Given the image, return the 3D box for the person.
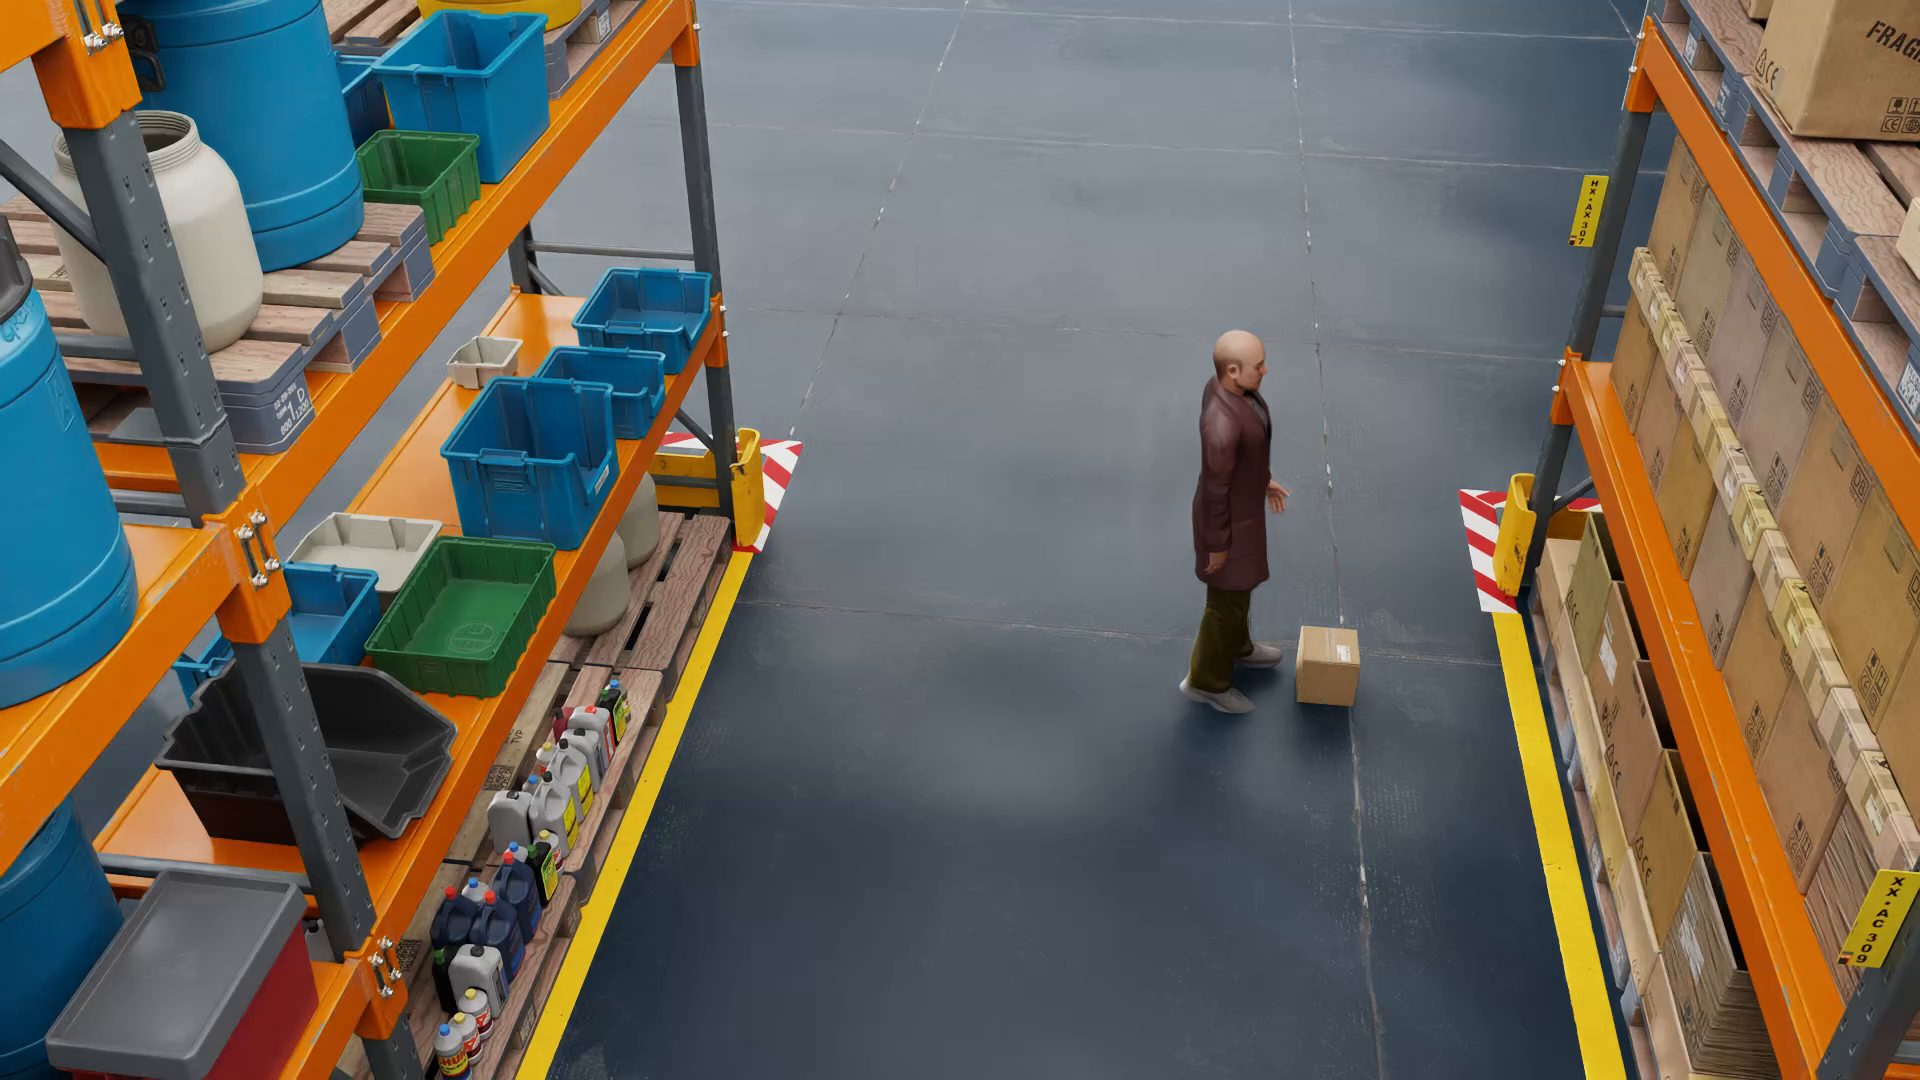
[{"bbox_3d":[1.238,-0.070,7.176,0.500,1.838,0.589,5,36,6],"label":"person"}]
